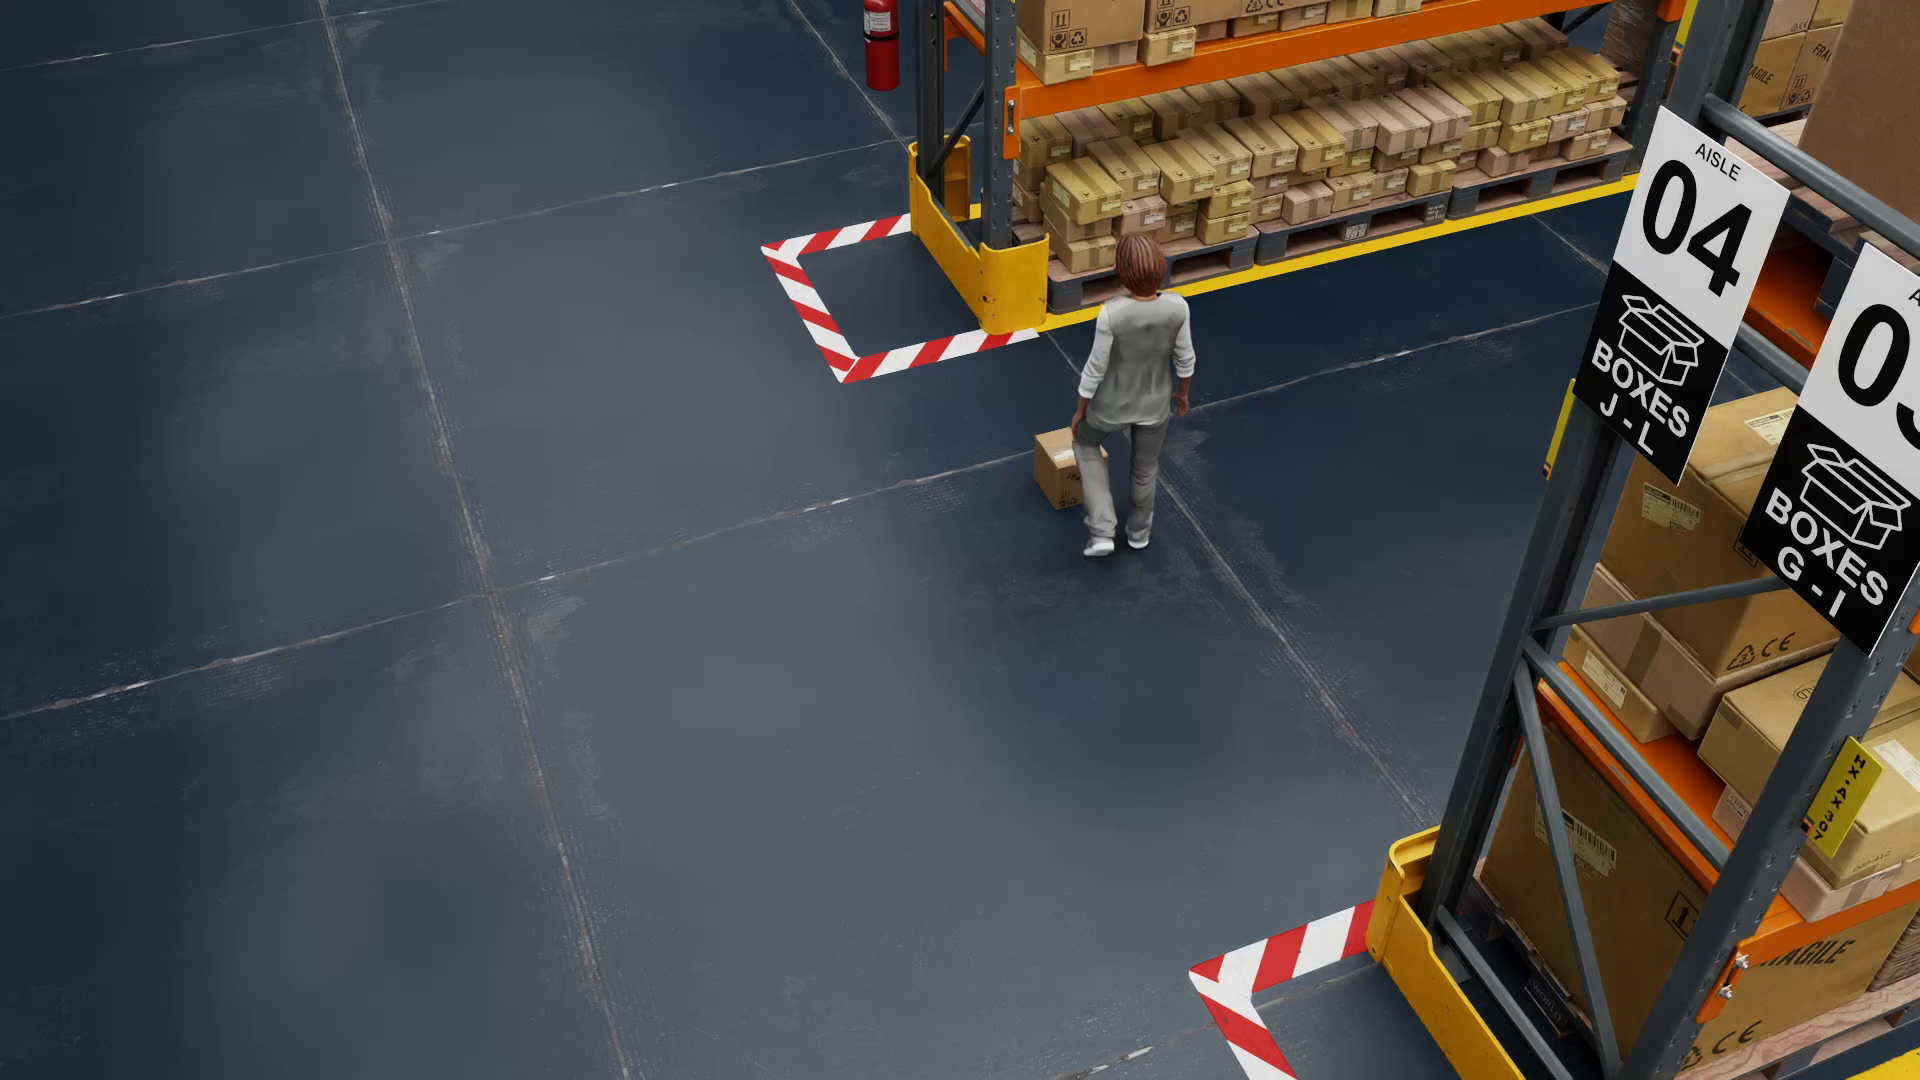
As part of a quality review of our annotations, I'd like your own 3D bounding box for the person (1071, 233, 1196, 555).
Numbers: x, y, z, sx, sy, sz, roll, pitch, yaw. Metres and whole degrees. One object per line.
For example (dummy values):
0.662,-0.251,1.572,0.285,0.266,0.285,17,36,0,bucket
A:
0.691,-0.553,6.774,0.507,1.581,0.434,-7,43,-7,person
